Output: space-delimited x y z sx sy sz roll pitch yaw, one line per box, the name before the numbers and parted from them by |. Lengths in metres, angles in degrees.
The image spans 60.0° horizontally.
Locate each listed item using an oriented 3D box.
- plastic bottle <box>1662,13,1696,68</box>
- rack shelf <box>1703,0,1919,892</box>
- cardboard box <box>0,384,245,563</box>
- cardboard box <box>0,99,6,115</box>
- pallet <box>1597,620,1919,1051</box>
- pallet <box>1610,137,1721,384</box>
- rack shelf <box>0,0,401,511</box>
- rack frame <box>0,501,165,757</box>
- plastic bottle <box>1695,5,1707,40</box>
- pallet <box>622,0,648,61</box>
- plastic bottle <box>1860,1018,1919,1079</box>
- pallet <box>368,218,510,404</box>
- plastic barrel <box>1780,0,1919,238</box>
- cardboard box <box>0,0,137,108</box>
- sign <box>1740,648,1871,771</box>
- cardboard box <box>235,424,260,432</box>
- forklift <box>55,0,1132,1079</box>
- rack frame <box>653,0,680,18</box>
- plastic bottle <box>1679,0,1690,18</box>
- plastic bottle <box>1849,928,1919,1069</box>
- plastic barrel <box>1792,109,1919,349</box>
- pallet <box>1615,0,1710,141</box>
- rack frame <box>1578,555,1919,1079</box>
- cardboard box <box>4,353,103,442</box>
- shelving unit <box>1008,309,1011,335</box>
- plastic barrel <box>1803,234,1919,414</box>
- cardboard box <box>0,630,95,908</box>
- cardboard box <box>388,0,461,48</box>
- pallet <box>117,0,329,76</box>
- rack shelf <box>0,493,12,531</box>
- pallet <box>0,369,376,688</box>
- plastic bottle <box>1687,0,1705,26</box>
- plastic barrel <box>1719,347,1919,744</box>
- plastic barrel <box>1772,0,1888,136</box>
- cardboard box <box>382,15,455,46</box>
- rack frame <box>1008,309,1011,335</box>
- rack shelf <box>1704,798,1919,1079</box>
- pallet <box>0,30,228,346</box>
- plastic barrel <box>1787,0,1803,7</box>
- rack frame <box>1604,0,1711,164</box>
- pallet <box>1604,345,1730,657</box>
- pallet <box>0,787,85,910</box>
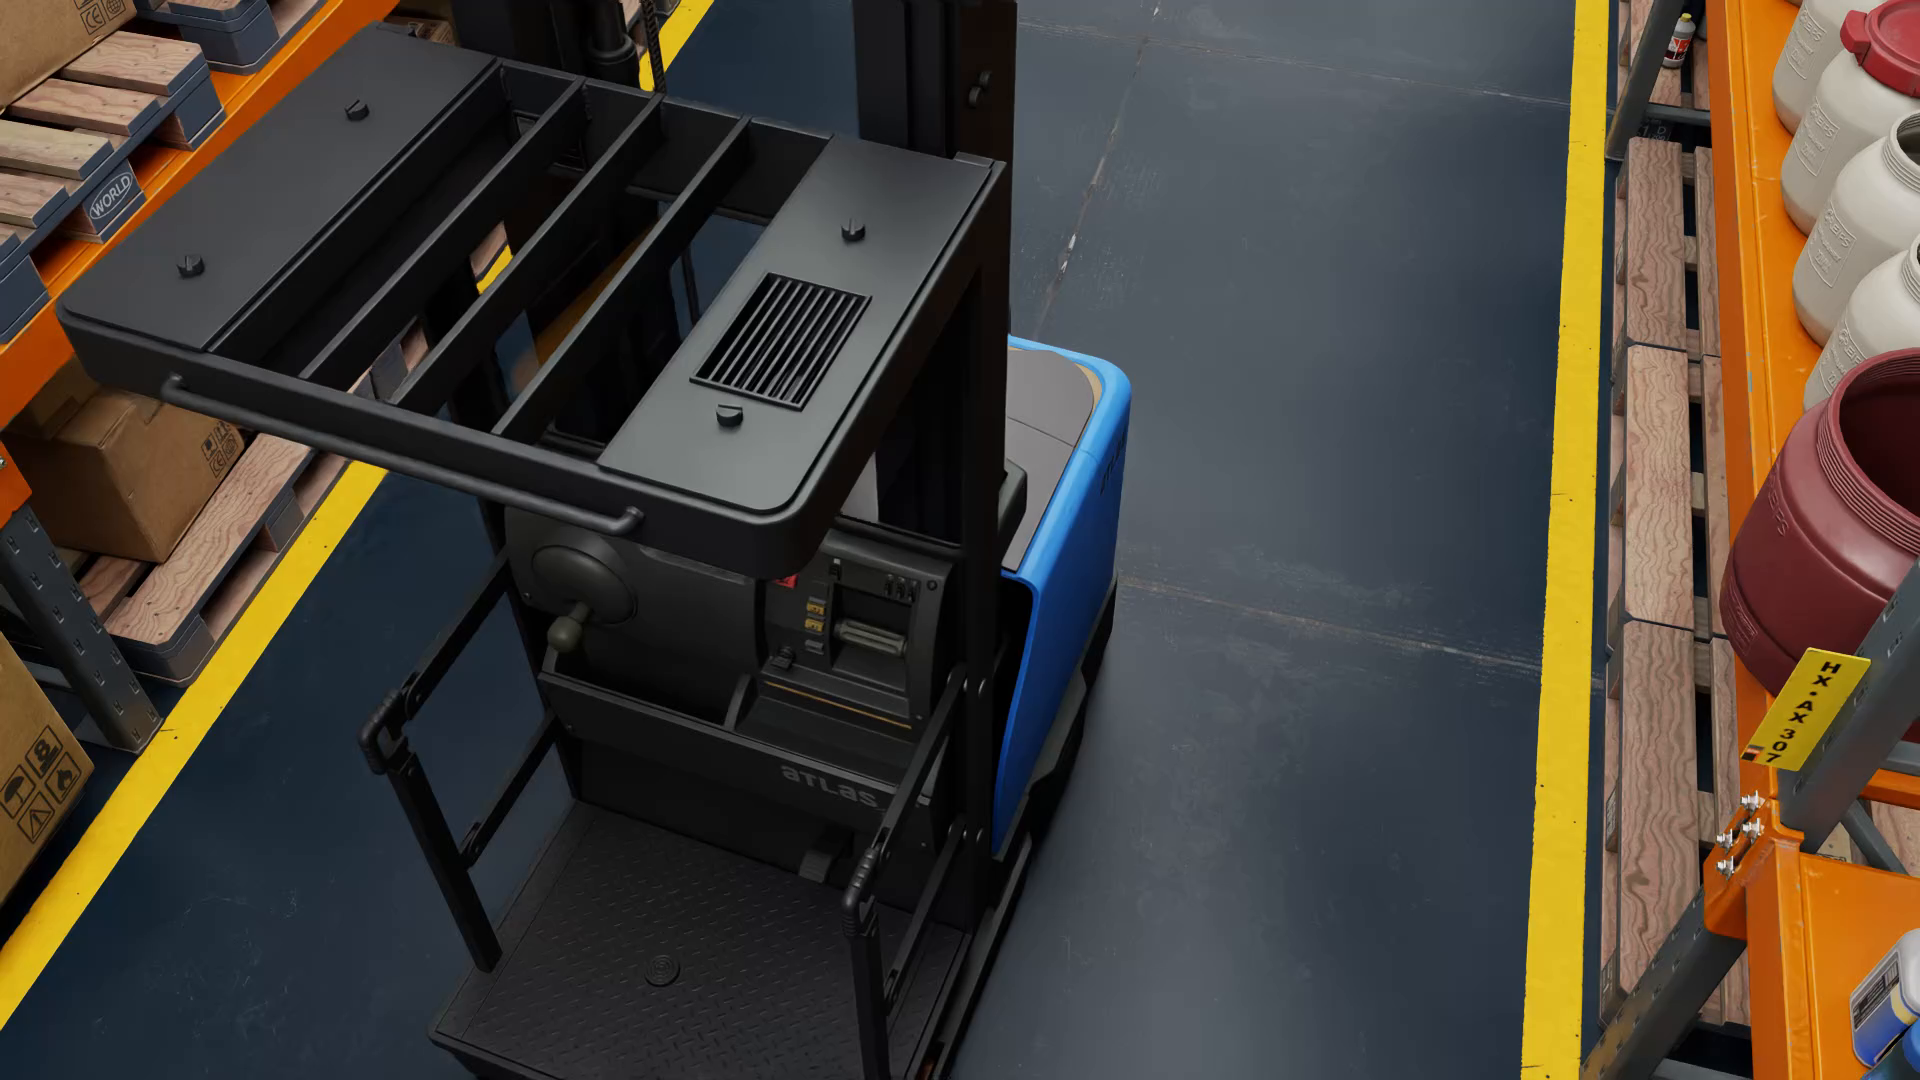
plastic bottle | 2.839 -1.982 6.571 0.097 0.201 0.097 0 49 0
rack shelf | 2.518 -0.754 4.394 1.077 0.370 4.000 12 50 10
cardboard box | -2.630 -0.329 4.914 0.700 0.500 0.500 9 49 8
cardboard box | -2.683 -1.093 3.867 0.500 0.500 0.500 6 49 5
pallet | 2.233 0.825 4.381 1.003 0.211 1.213 12 50 10
pallet | 2.875 -0.940 5.939 1.003 0.211 1.213 12 50 10
rack shelf | -2.261 -1.731 5.257 1.077 0.370 4.000 12 50 10
rack frame | -2.787 -0.522 3.710 1.000 3.000 0.127 12 50 10
plastic bottle | 3.075 -2.202 6.666 0.144 0.351 0.185 12 50 10
pallet | -1.938 -1.930 6.812 1.003 0.211 1.213 12 50 10
plastic bottle | 1.509 0.825 2.607 0.097 0.271 0.097 0 49 0
pallet | -2.257 -1.044 6.031 1.003 0.211 1.213 12 50 10
plastic barrel | 2.274 -0.991 4.033 0.433 0.535 0.433 0 49 0
cardboard box | -2.633 -1.516 4.241 0.700 0.500 0.500 18 51 16
sign | 1.459 0.297 2.878 0.100 0.325 0.005 12 50 10
cardboard box | -2.496 -0.733 5.270 0.700 0.500 0.500 8 49 7
forklift | -0.546 0.202 3.117 1.130 2.935 3.031 16 50 14
rack frame | -1.734 -3.416 6.264 1.000 3.000 0.127 12 50 10
plastic bottle | 2.853 -2.098 6.619 0.061 0.283 0.133 14 50 12
plastic bottle | 1.566 0.745 2.674 0.152 0.276 0.135 12 50 10
plastic barrel | 2.167 -0.673 3.769 0.421 0.512 0.421 0 49 0
pallet | 3.261 -1.993 6.868 1.003 0.211 1.213 12 50 10
rack frame | 1.991 0.455 2.848 1.000 3.000 0.127 12 50 10
cardboard box | -2.640 -0.580 4.634 0.500 0.250 0.500 13 50 12
shelving unit | -0.002 -0.292 4.907 0.258 0.900 0.210 12 50 10
plastic barrel | 2.056 -0.368 3.500 0.421 0.512 0.421 0 49 0
cardboard box | -2.989 0.537 3.913 1.225 0.875 0.875 9 49 8
cardboard box | -2.060 -1.953 6.347 0.700 0.500 0.500 11 50 10
pallet | -2.305 -1.899 5.053 1.003 0.211 1.213 12 50 10
rack shelf | -3.313 1.162 2.703 1.077 0.370 4.000 12 50 10
pallet | -2.580 -0.165 5.255 1.003 0.211 1.213 12 50 10
plastic bottle | 2.936 -2.230 6.691 0.144 0.351 0.185 10 49 9
plastic barrel | 1.821 0.015 3.146 0.600 0.536 0.708 12 50 10
plastic barrel | 2.388 -1.304 4.309 0.433 0.535 0.433 0 49 0
cardboard box | -2.207 -1.548 5.990 0.700 0.500 0.500 8 49 7
rack frame | 0.025 -0.365 4.972 0.240 0.900 0.006 12 50 10
rack shelf | 1.465 2.140 1.841 1.077 0.370 4.000 12 50 10
pallet | -2.702 -0.995 4.256 1.213 0.211 1.003 12 50 10
plastic barrel | 2.581 -1.835 4.778 0.433 0.535 0.433 0 49 0
rack frame | 3.044 -2.438 5.401 1.000 3.000 0.127 12 50 10
pallet | 2.556 -0.055 5.157 1.003 0.211 1.213 12 50 10
pallet | -3.067 0.956 4.266 1.003 0.211 1.213 12 50 10
